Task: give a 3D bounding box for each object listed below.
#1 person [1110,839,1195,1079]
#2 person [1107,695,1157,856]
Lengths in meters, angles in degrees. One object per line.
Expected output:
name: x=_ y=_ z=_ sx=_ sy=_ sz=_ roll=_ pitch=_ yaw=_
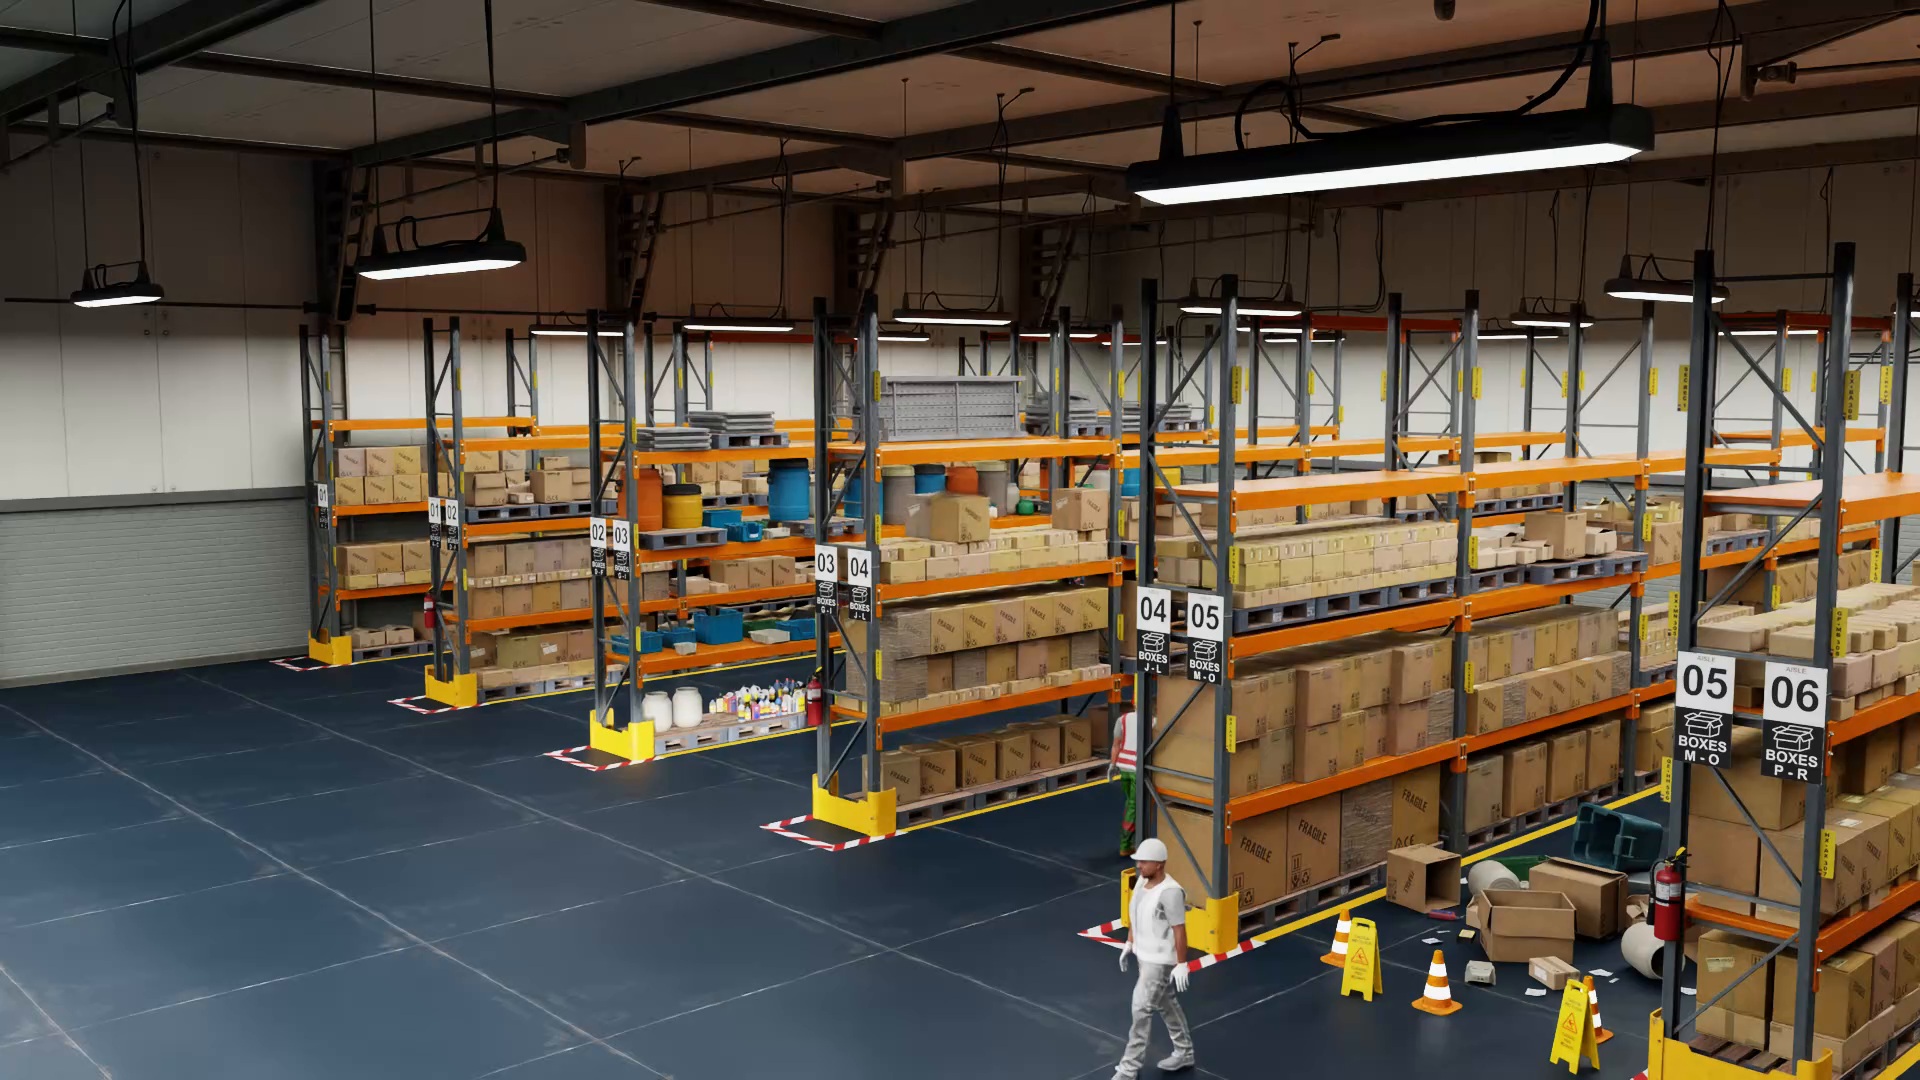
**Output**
person: x=1.351 y=3.052 z=12.135 sx=0.831 sy=1.761 sz=0.595 roll=-1 pitch=6 yaw=-14
person: x=1.883 y=2.489 z=17.821 sx=0.554 sy=1.808 sz=0.542 roll=4 pitch=7 yaw=36
